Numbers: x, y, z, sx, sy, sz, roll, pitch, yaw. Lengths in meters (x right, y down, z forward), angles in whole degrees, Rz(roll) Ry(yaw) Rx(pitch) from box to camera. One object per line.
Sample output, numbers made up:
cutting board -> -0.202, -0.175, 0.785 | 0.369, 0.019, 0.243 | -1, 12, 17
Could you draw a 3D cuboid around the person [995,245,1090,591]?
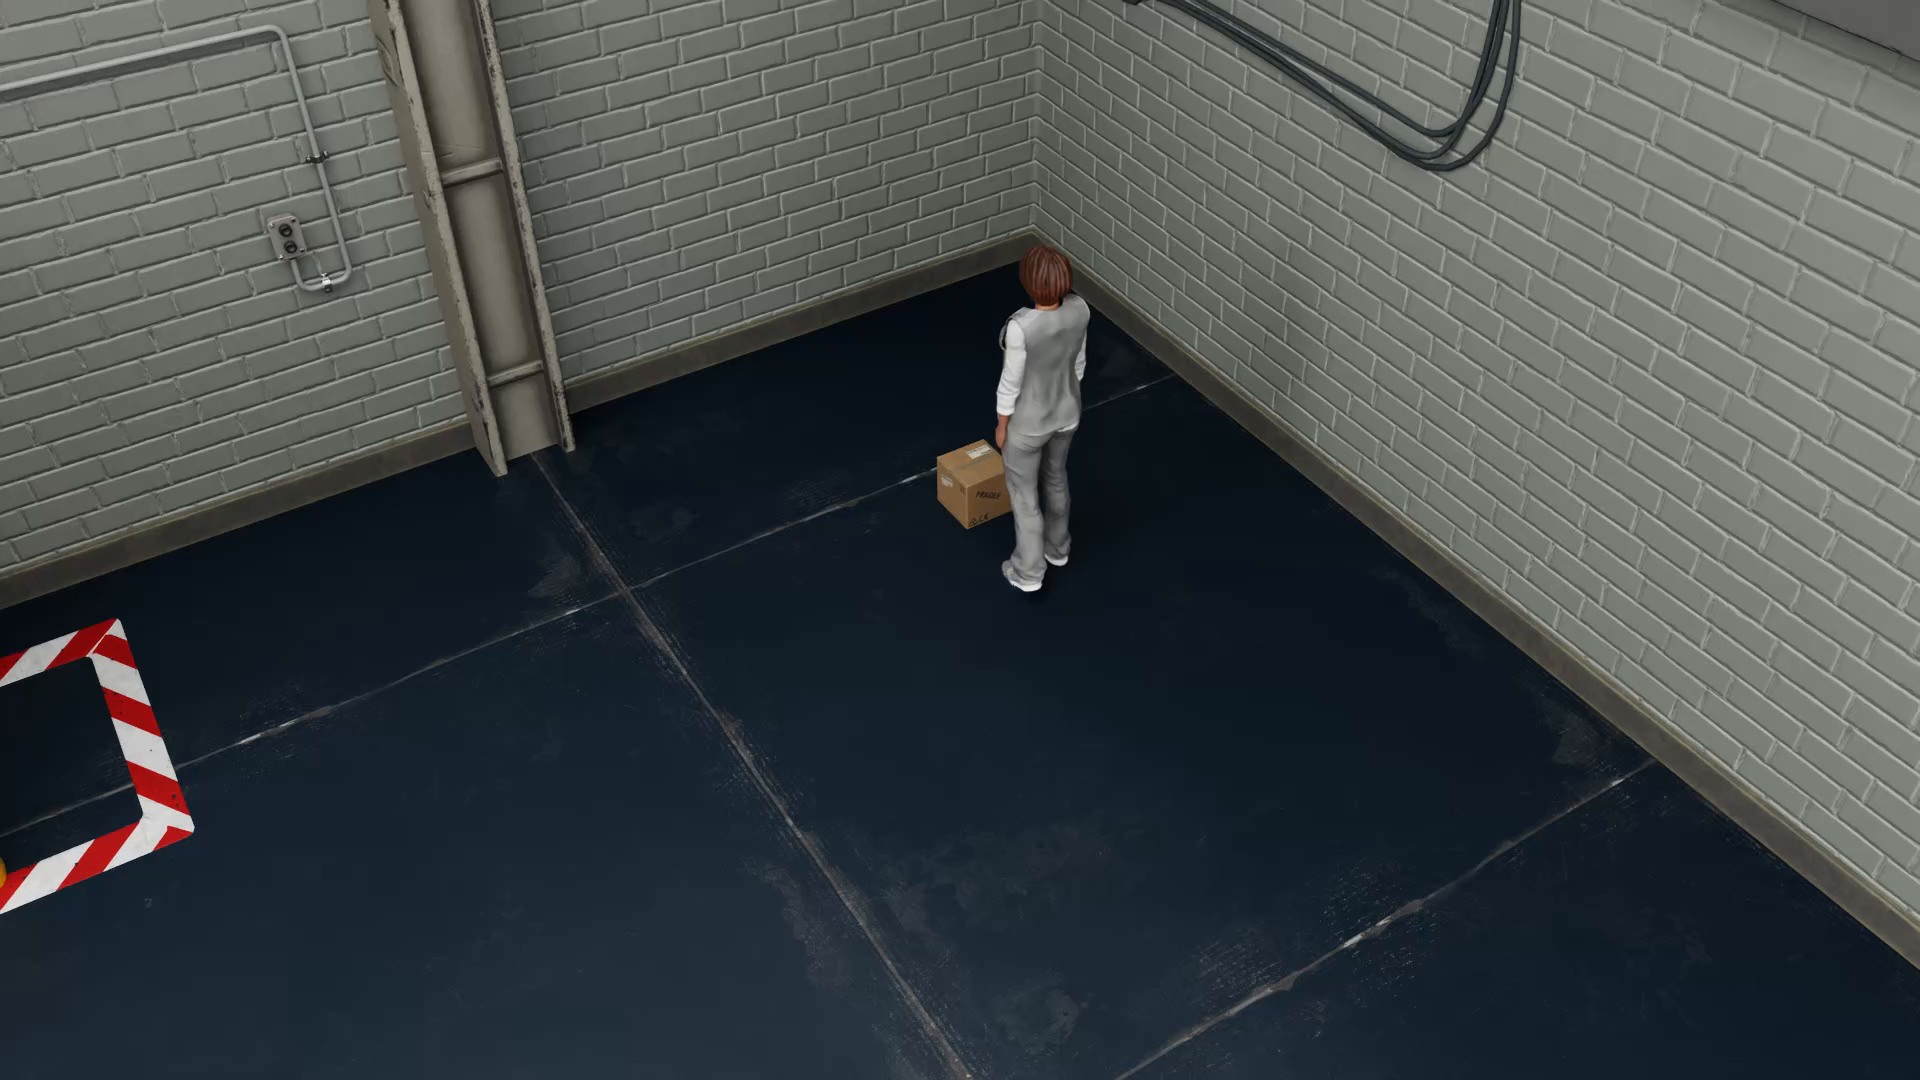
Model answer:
person -> 0.316, -0.479, 6.734 | 0.410, 1.632, 0.364 | -22, 46, -23
